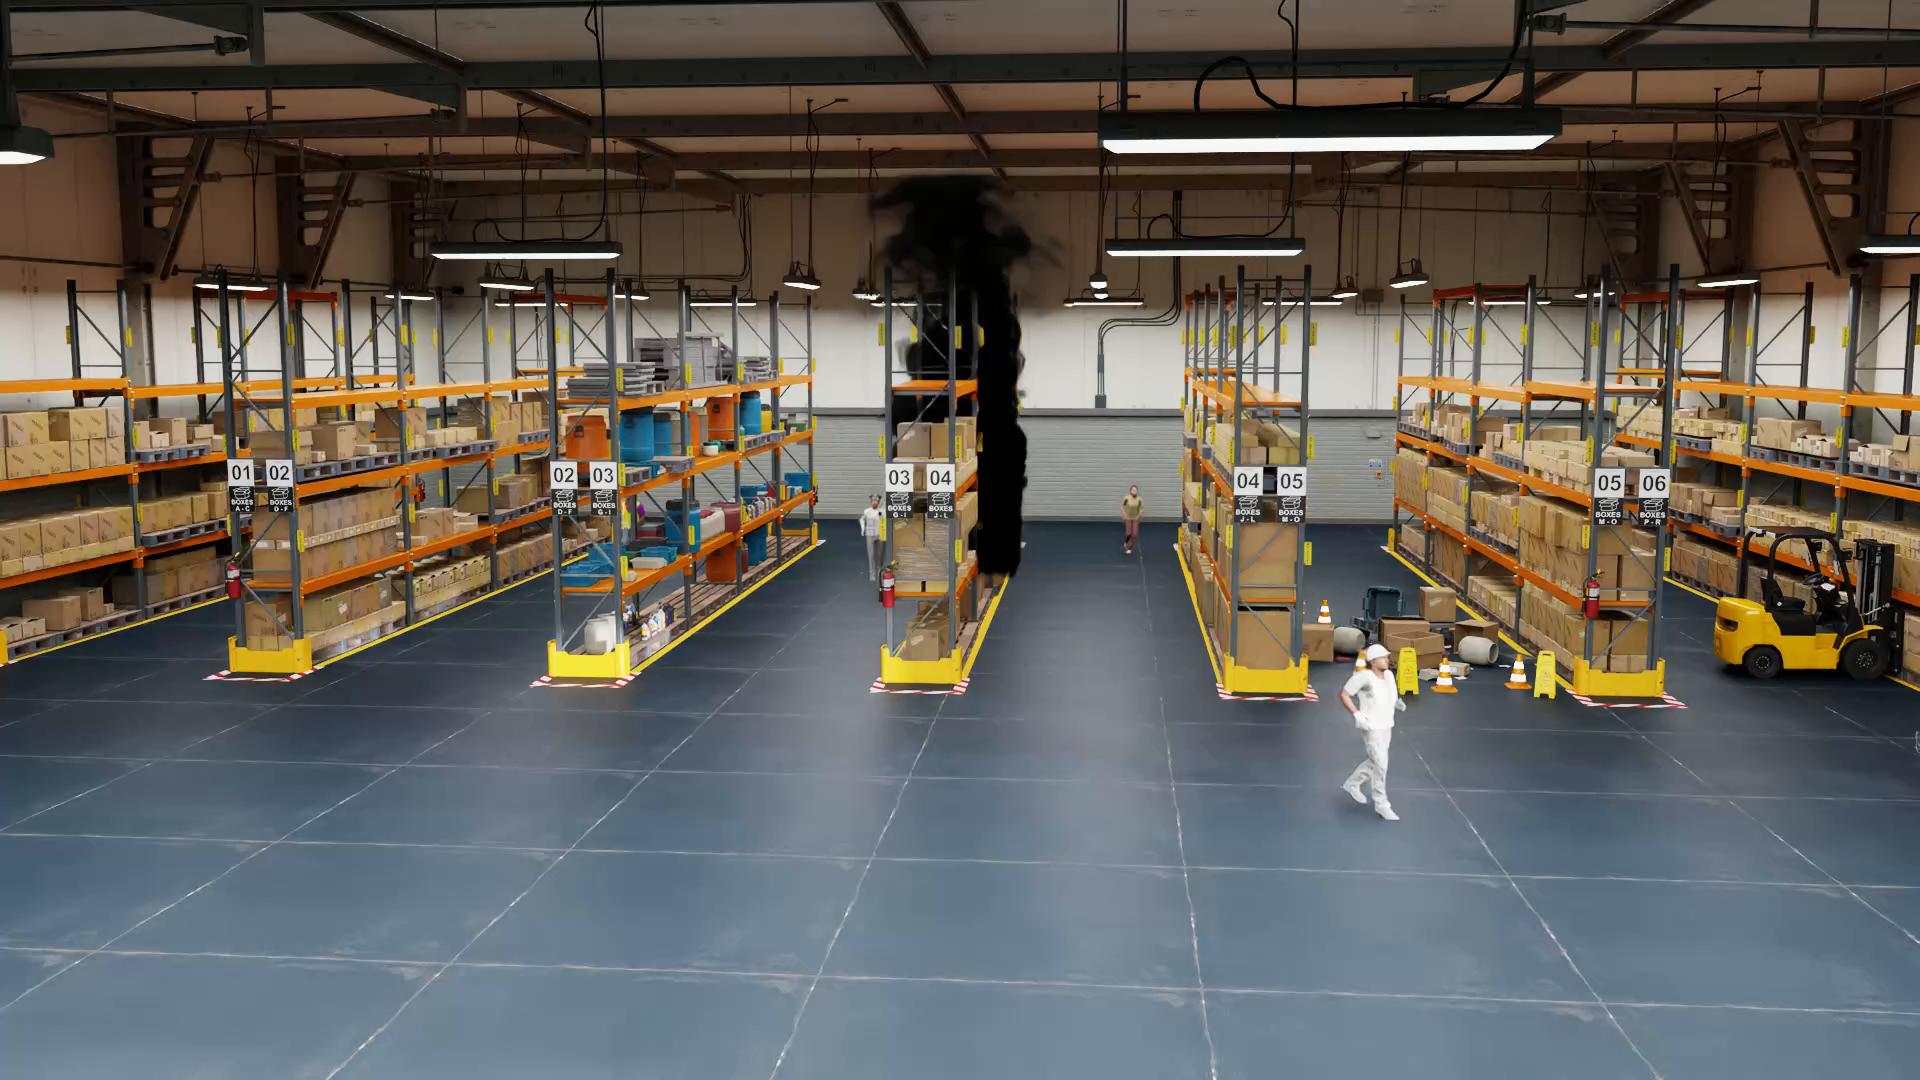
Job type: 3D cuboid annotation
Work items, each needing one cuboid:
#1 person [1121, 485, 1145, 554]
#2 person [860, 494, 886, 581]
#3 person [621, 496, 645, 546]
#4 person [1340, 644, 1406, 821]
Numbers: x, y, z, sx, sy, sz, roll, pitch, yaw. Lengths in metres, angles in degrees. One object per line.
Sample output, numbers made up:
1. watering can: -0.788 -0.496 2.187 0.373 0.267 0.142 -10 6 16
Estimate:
1. person: 4.018 -0.485 38.698 0.545 1.596 0.548 0 7 -3
2. person: -1.661 -0.061 32.444 0.624 1.696 0.790 0 7 2
3. person: -7.122 -0.231 35.771 0.695 1.736 0.675 -1 7 -7
4. person: 4.368 2.002 17.563 0.685 1.830 0.776 -6 9 -42
